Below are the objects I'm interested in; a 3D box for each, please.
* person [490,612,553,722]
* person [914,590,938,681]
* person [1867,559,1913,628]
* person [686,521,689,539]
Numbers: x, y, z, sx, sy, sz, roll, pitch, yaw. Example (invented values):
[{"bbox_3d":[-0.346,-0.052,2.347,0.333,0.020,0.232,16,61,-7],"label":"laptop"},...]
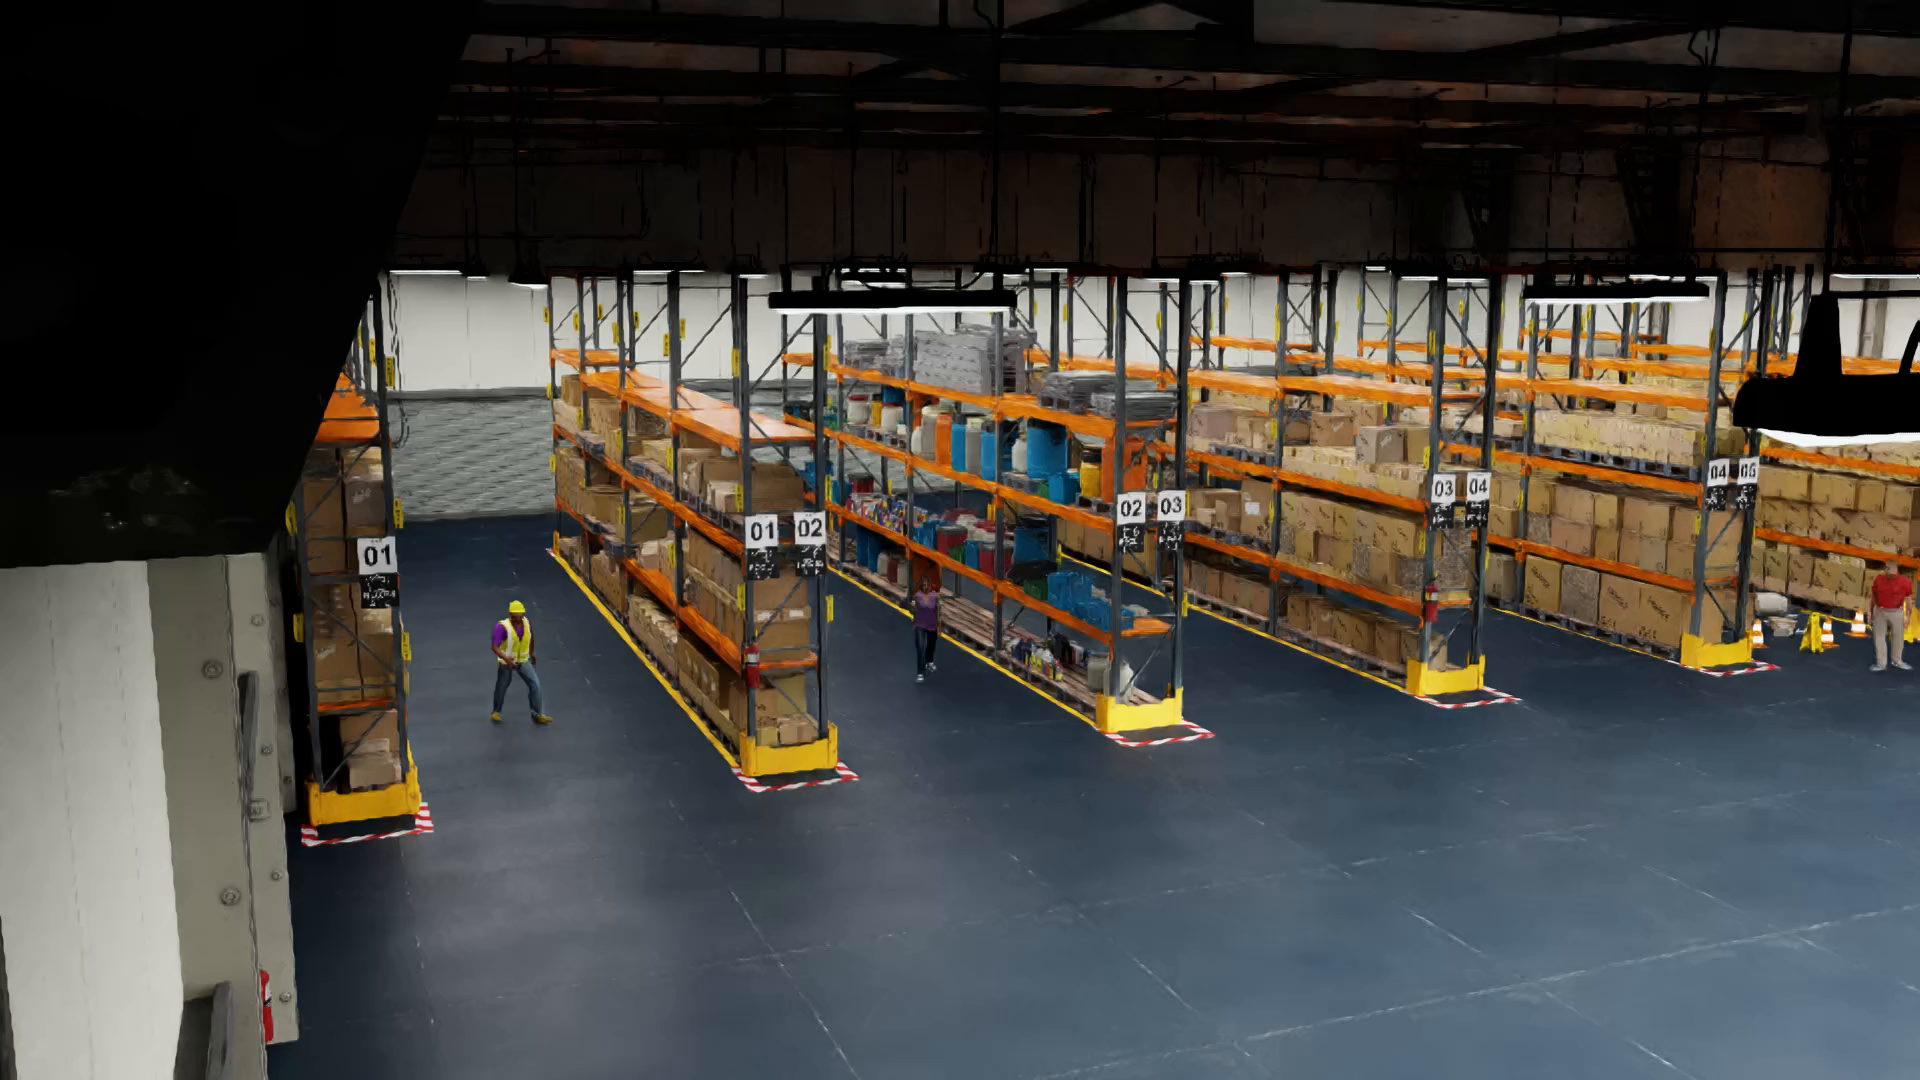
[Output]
[{"bbox_3d":[-6.001,1.645,22.403,0.708,1.664,0.843,-8,13,-38],"label":"person"},{"bbox_3d":[-0.508,1.384,24.824,0.352,1.325,0.848,-1,10,-4],"label":"person"},{"bbox_3d":[14.093,0.800,25.176,0.603,1.037,0.251,9,13,41],"label":"person"},{"bbox_3d":[-5.155,-0.118,32.815,0.566,1.440,0.512,-4,11,-24],"label":"person"}]
